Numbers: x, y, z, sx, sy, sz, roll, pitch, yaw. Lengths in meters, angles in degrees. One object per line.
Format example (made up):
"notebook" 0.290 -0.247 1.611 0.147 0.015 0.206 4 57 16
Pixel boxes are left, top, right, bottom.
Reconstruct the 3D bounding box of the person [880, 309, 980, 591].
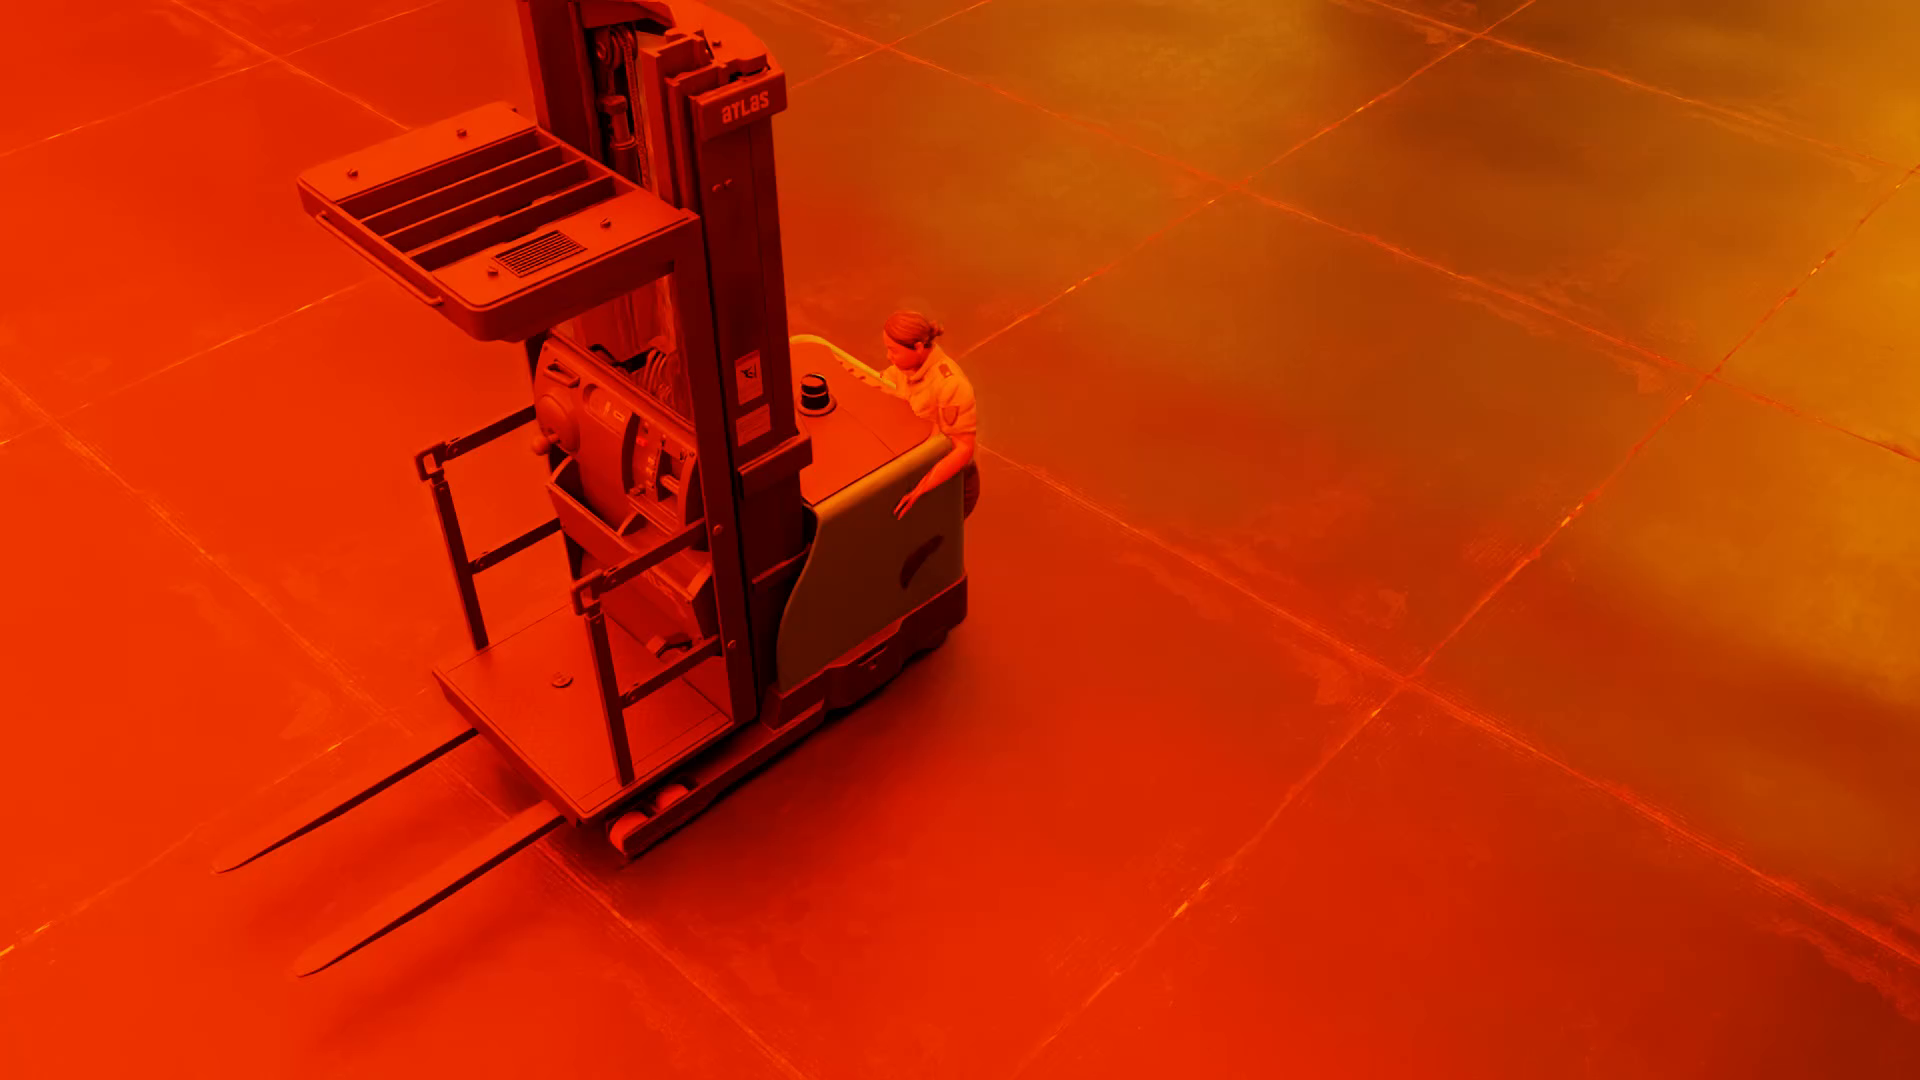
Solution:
"person" -0.318 -0.268 6.870 0.720 1.454 0.840 -20 44 -21

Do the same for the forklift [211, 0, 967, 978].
"forklift" -1.377 -0.307 5.786 3.031 2.935 1.130 -32 50 -32
